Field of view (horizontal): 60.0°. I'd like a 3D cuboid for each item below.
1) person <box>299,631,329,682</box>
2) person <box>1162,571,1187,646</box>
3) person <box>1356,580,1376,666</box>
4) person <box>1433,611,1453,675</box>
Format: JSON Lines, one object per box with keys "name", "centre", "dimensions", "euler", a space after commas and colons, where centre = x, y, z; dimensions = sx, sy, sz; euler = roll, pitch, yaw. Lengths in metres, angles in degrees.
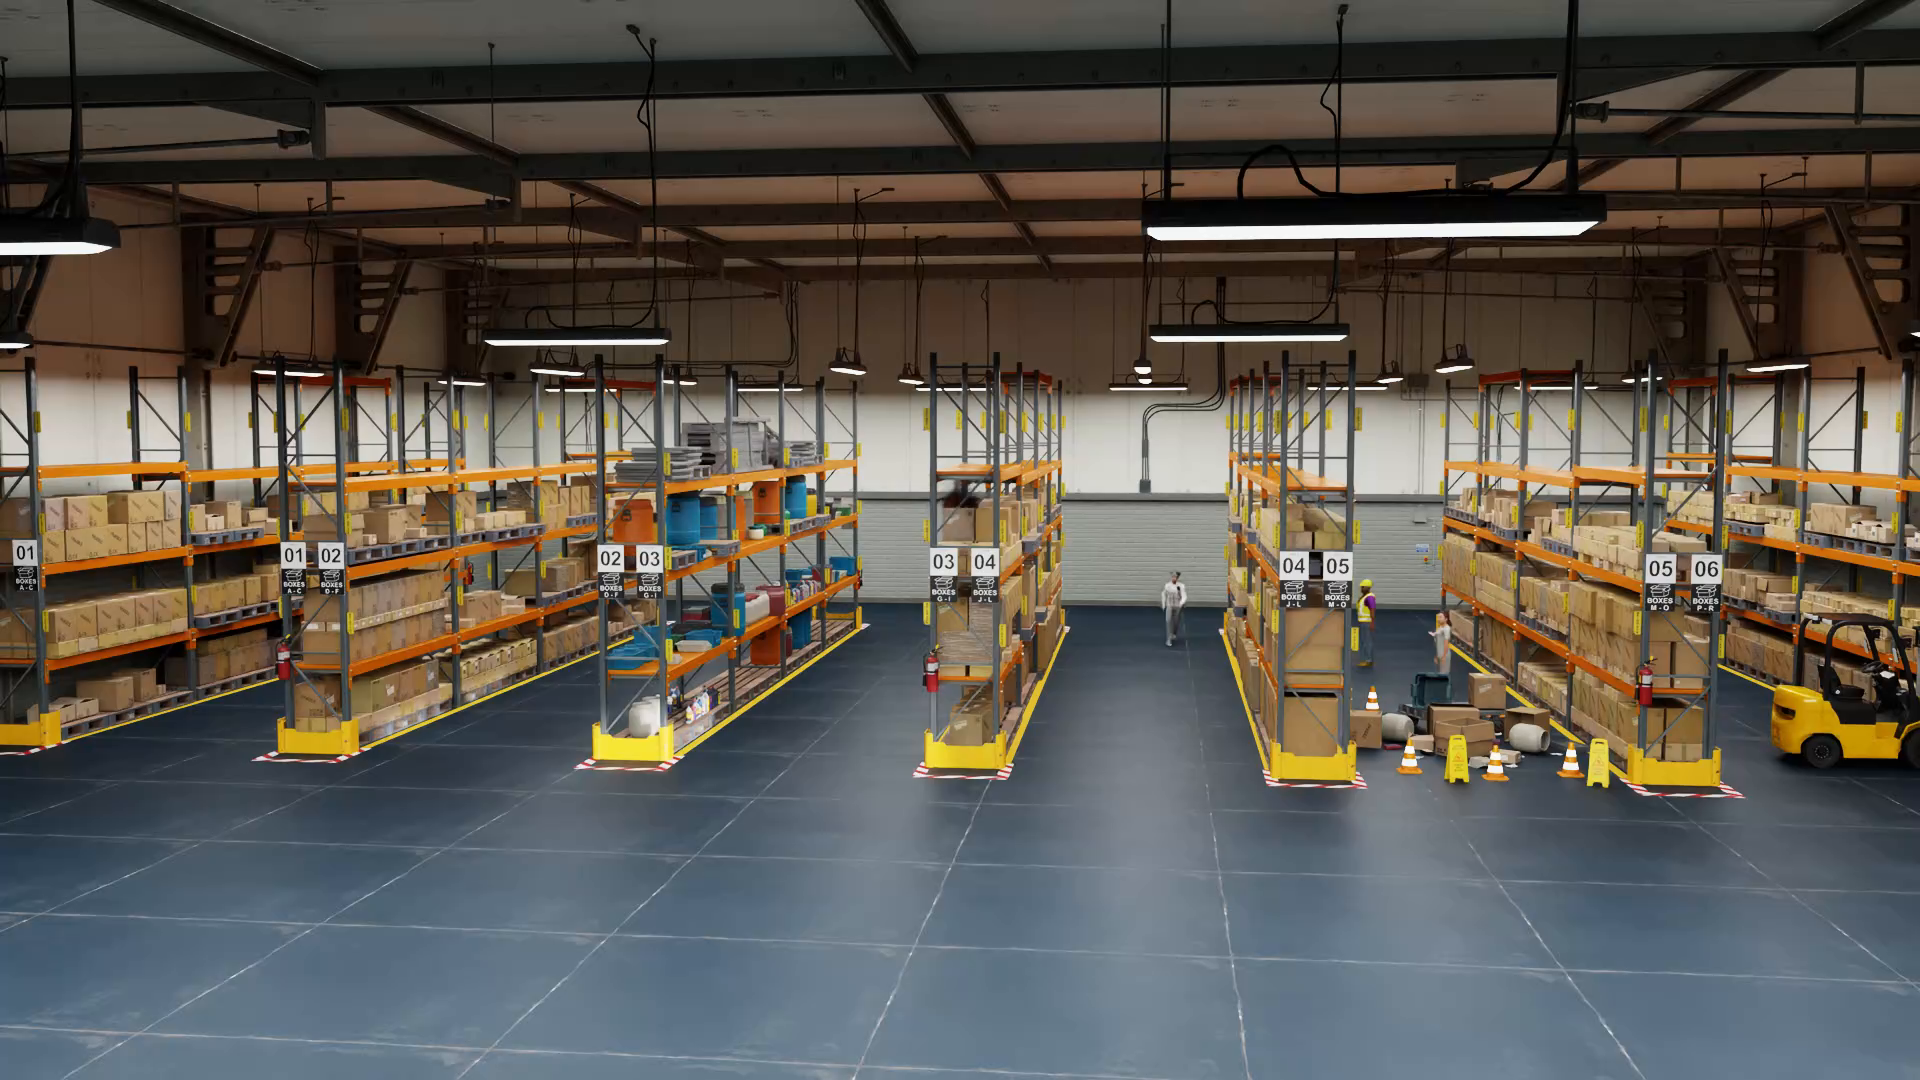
{"name": "person", "centre": [-11.092, 2.136, 28.719], "dimensions": [0.576, 1.741, 0.485], "euler": [-3, 5, -39]}
{"name": "person", "centre": [4.863, 1.522, 37.727], "dimensions": [0.566, 1.670, 0.948], "euler": [1, 4, 10]}
{"name": "person", "centre": [8.341, 1.696, 34.205], "dimensions": [0.373, 1.768, 0.643], "euler": [1, 4, 10]}
{"name": "person", "centre": [8.548, 2.086, 29.432], "dimensions": [0.337, 1.669, 0.503], "euler": [1, 4, 14]}
